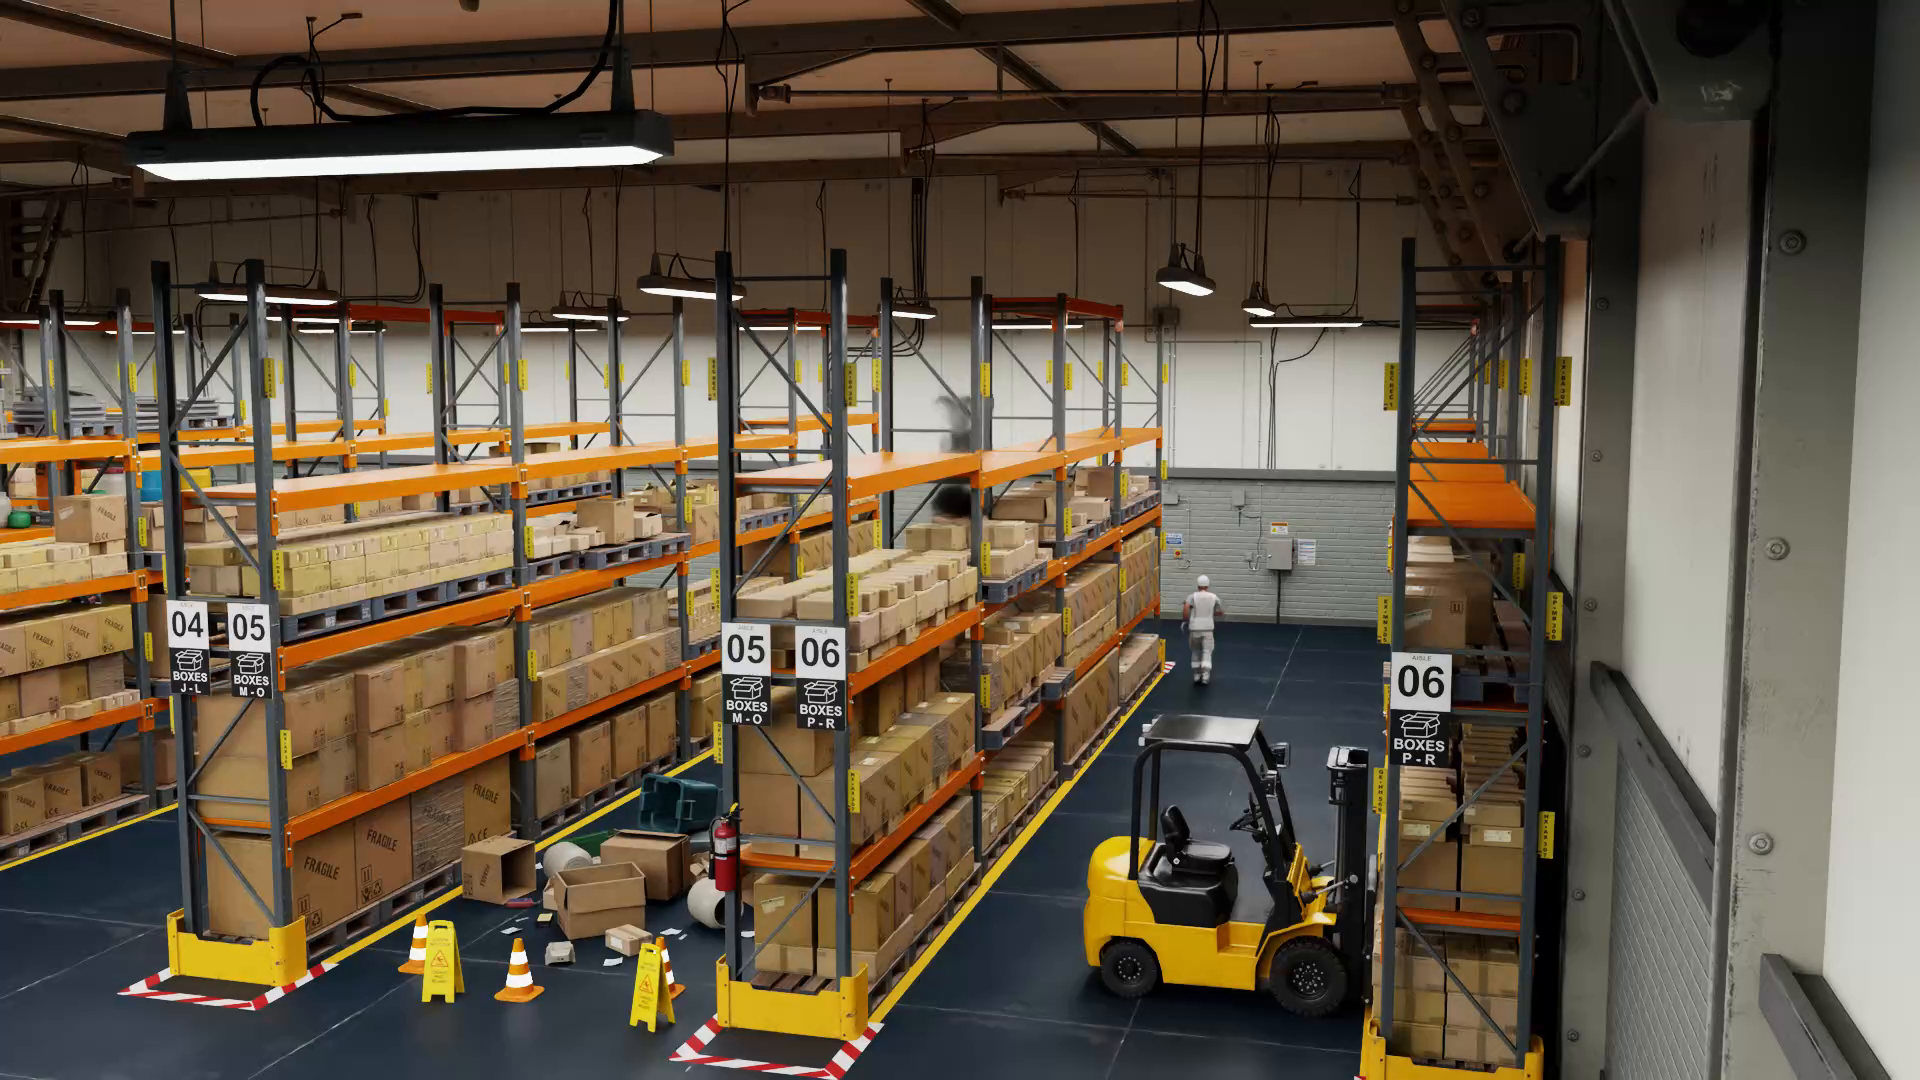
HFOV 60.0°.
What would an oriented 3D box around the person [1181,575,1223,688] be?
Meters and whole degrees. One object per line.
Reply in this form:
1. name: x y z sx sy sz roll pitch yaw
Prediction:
1. person: 3.831 1.469 26.344 0.652 1.825 0.904 1 6 7
